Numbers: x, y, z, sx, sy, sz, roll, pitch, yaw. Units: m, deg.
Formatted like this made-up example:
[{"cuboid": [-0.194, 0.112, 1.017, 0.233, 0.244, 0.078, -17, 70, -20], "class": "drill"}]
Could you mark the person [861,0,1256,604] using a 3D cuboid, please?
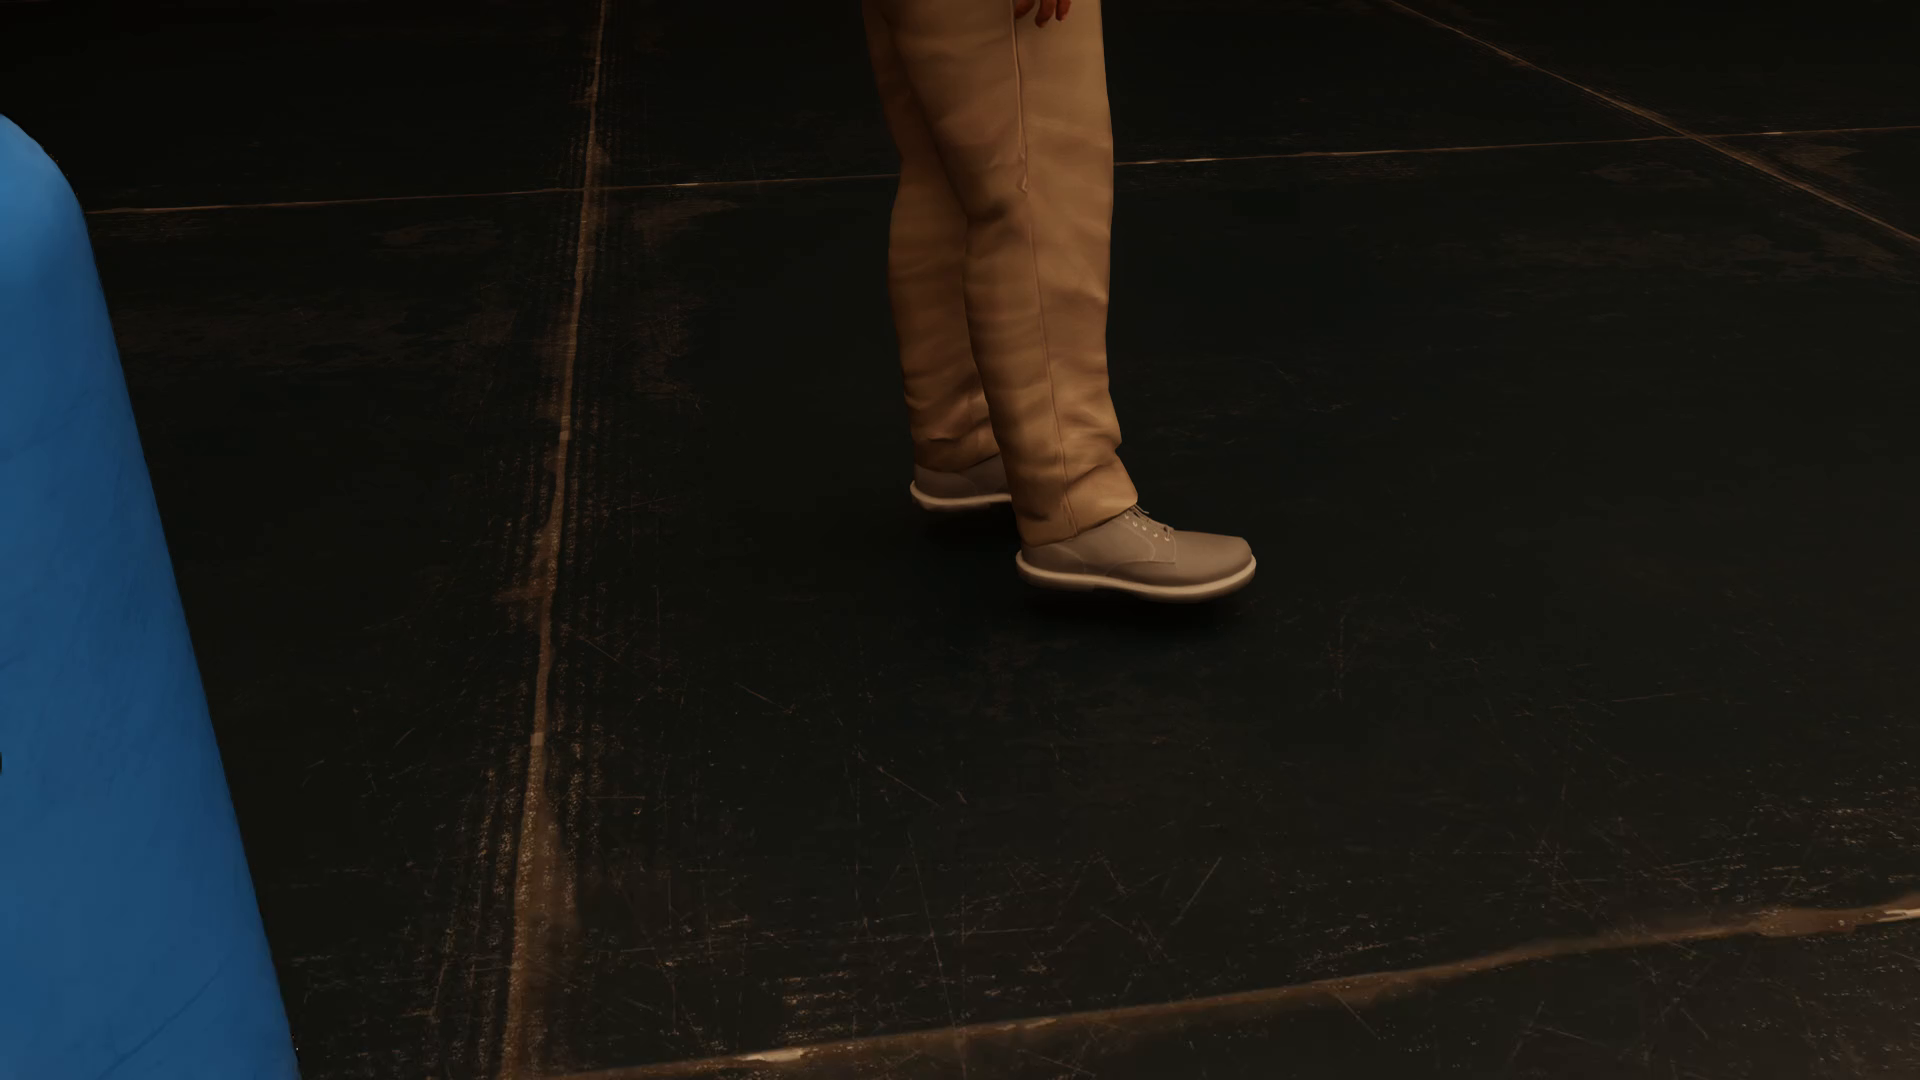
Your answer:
[{"cuboid": [0.090, -0.808, 2.076, 0.550, 1.727, 0.641, -5, 28, -9], "class": "person"}]
